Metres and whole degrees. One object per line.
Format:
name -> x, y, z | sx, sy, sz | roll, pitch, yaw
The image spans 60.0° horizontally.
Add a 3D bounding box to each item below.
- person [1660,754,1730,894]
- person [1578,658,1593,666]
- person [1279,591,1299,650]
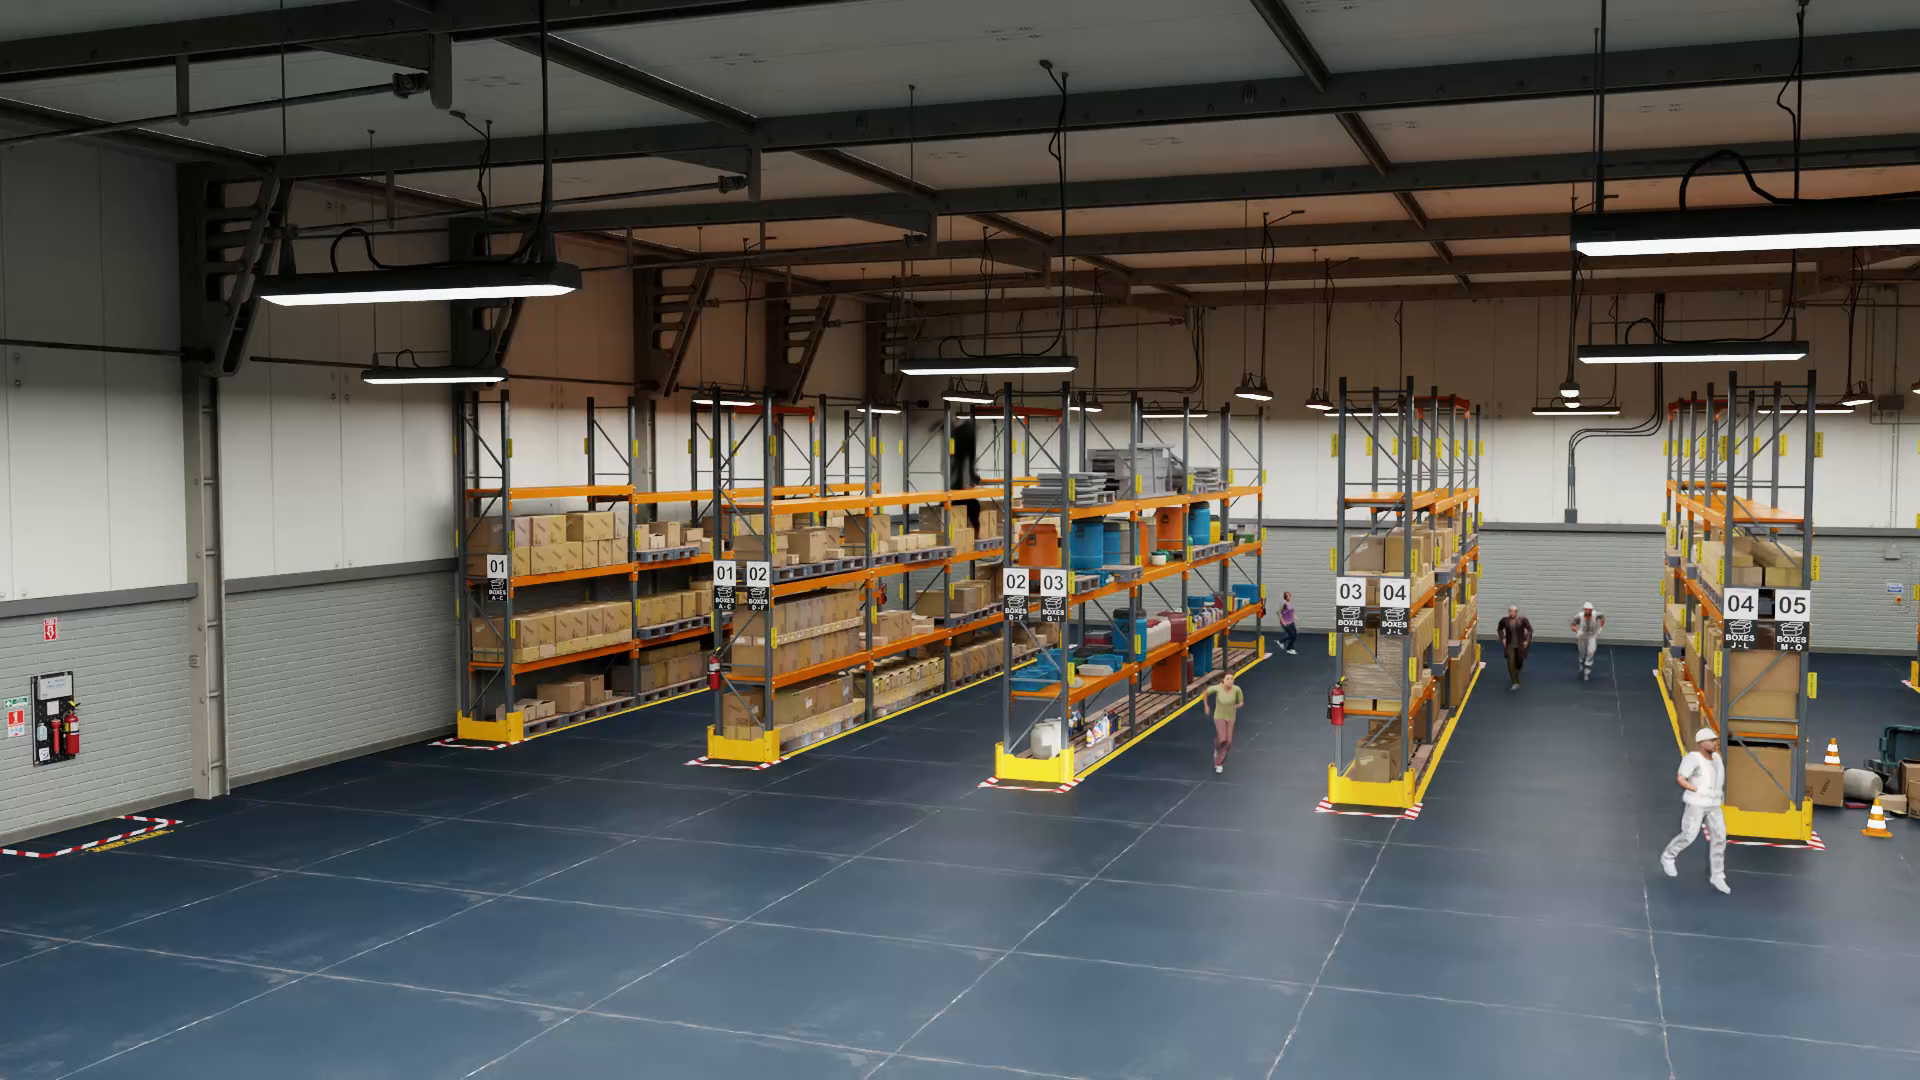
person -> 8.518, 3.193, 19.057 | 0.678, 1.512, 0.947 | -1, 3, -20
person -> 13.630, 2.608, 36.212 | 0.229, 0.194, 0.700 | 1, 3, 13
person -> 7.946, 1.985, 40.482 | 0.554, 1.427, 0.483 | -3, 4, -42
